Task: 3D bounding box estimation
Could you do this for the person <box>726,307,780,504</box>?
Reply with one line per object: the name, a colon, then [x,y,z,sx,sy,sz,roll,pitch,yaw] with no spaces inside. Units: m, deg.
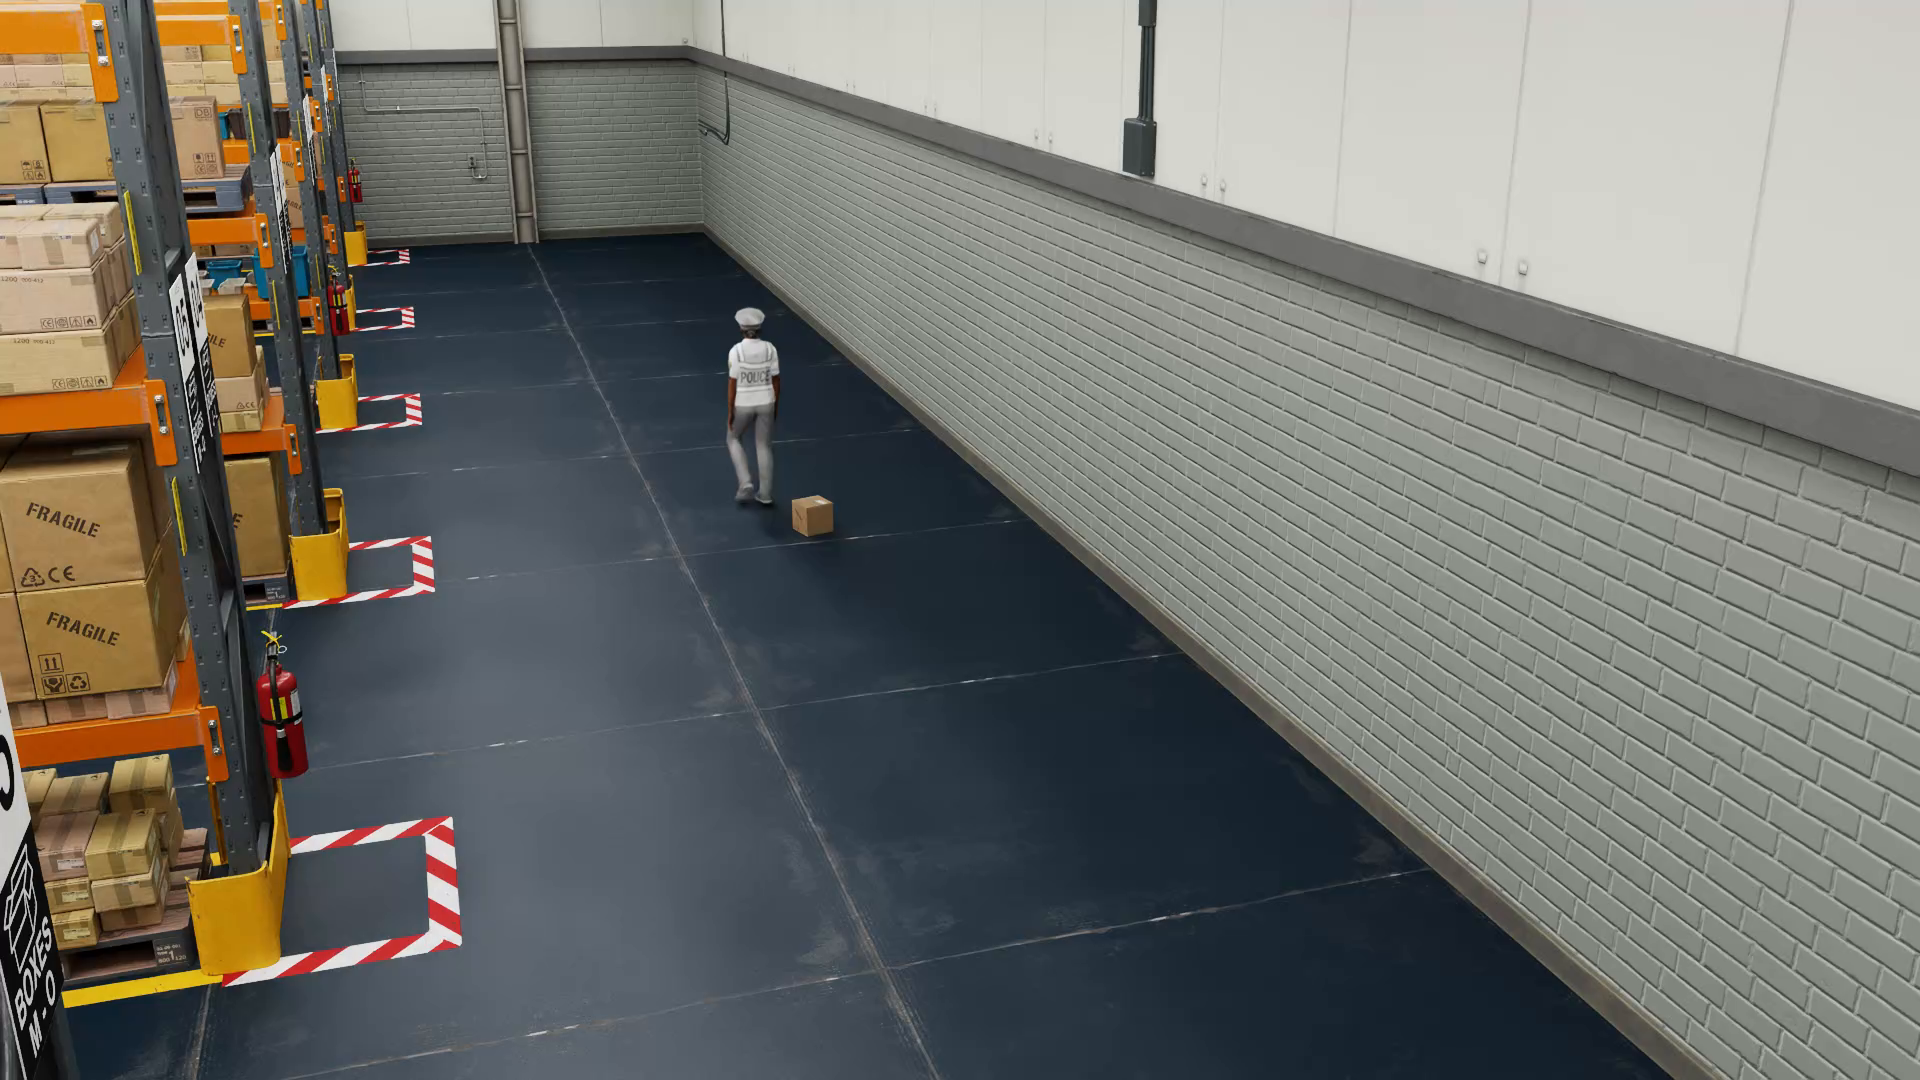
person: [-1.776,-1.126,14.241,0.484,1.741,0.489,-7,20,-18]
